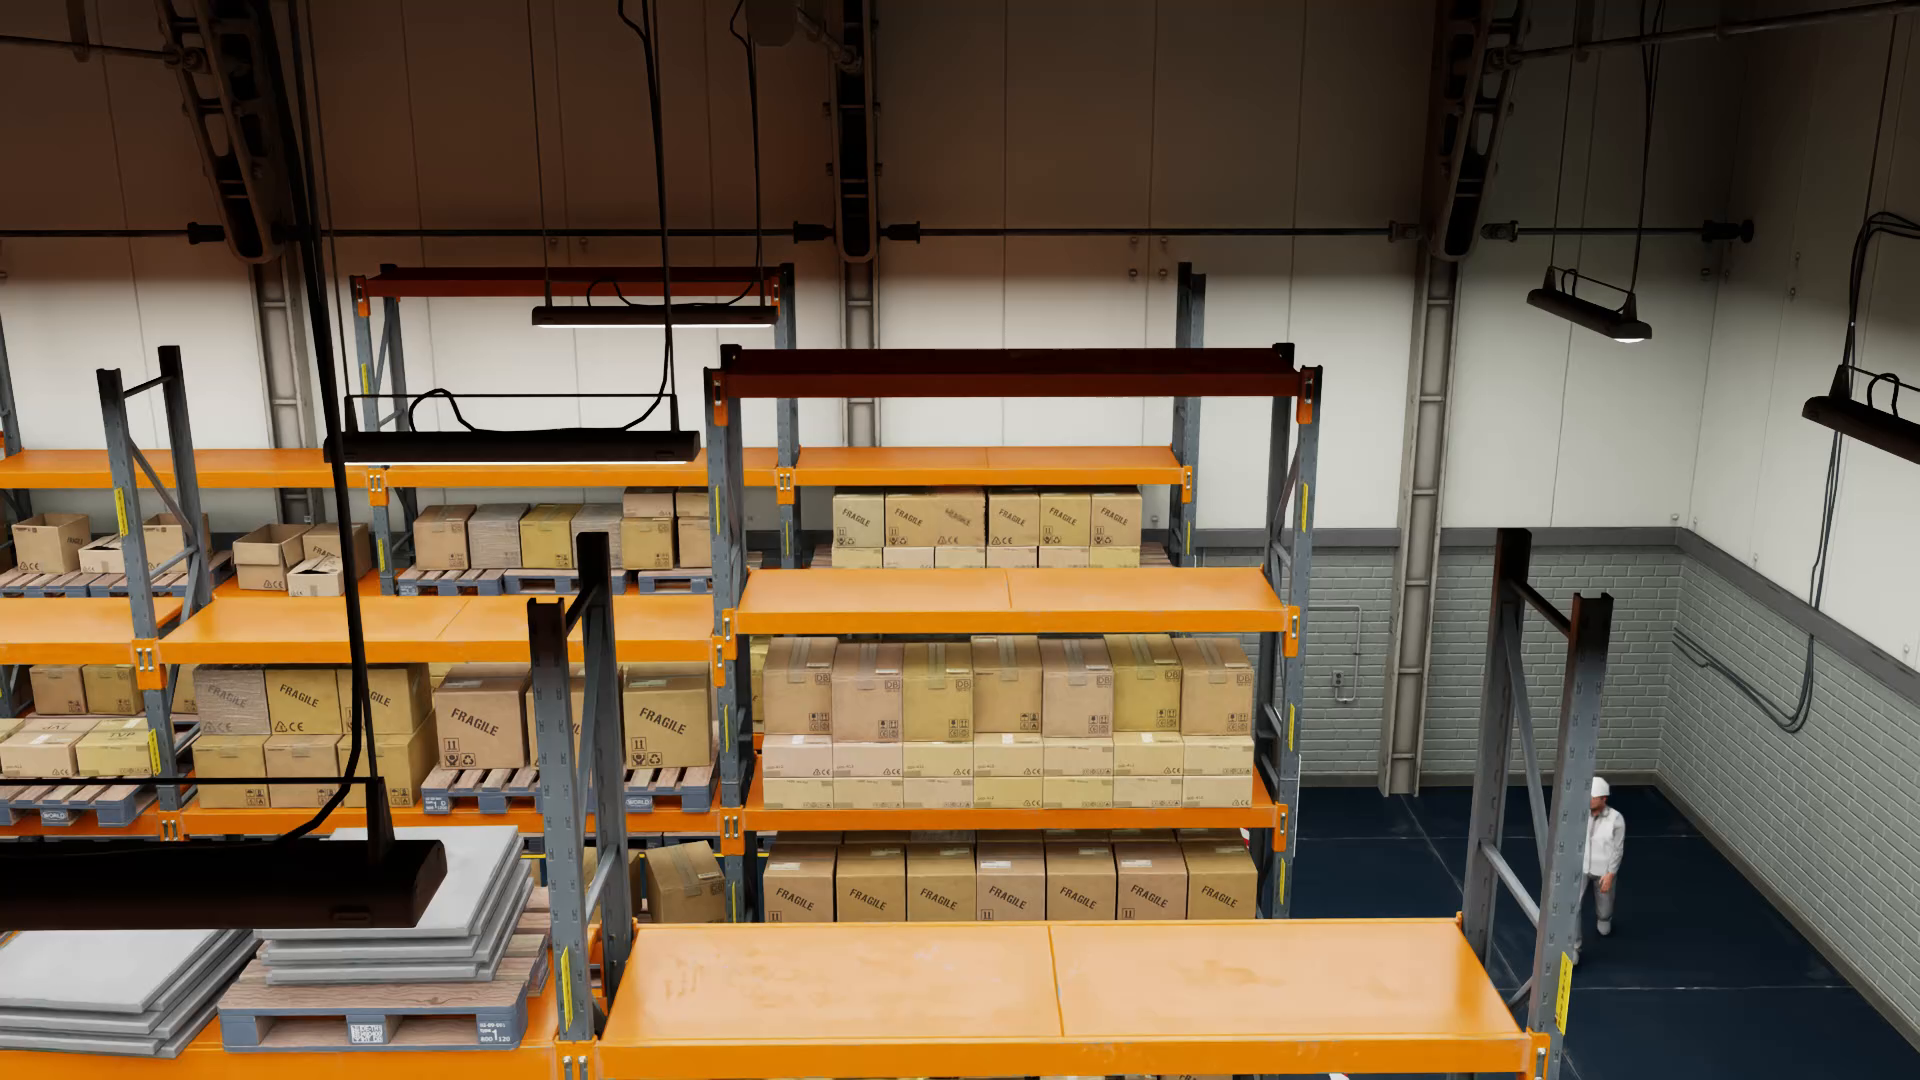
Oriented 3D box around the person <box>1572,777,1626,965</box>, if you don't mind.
[{"bbox_3d":[5.815,2.993,15.316,0.528,1.666,1.051,9,18,29],"label":"person"}]
